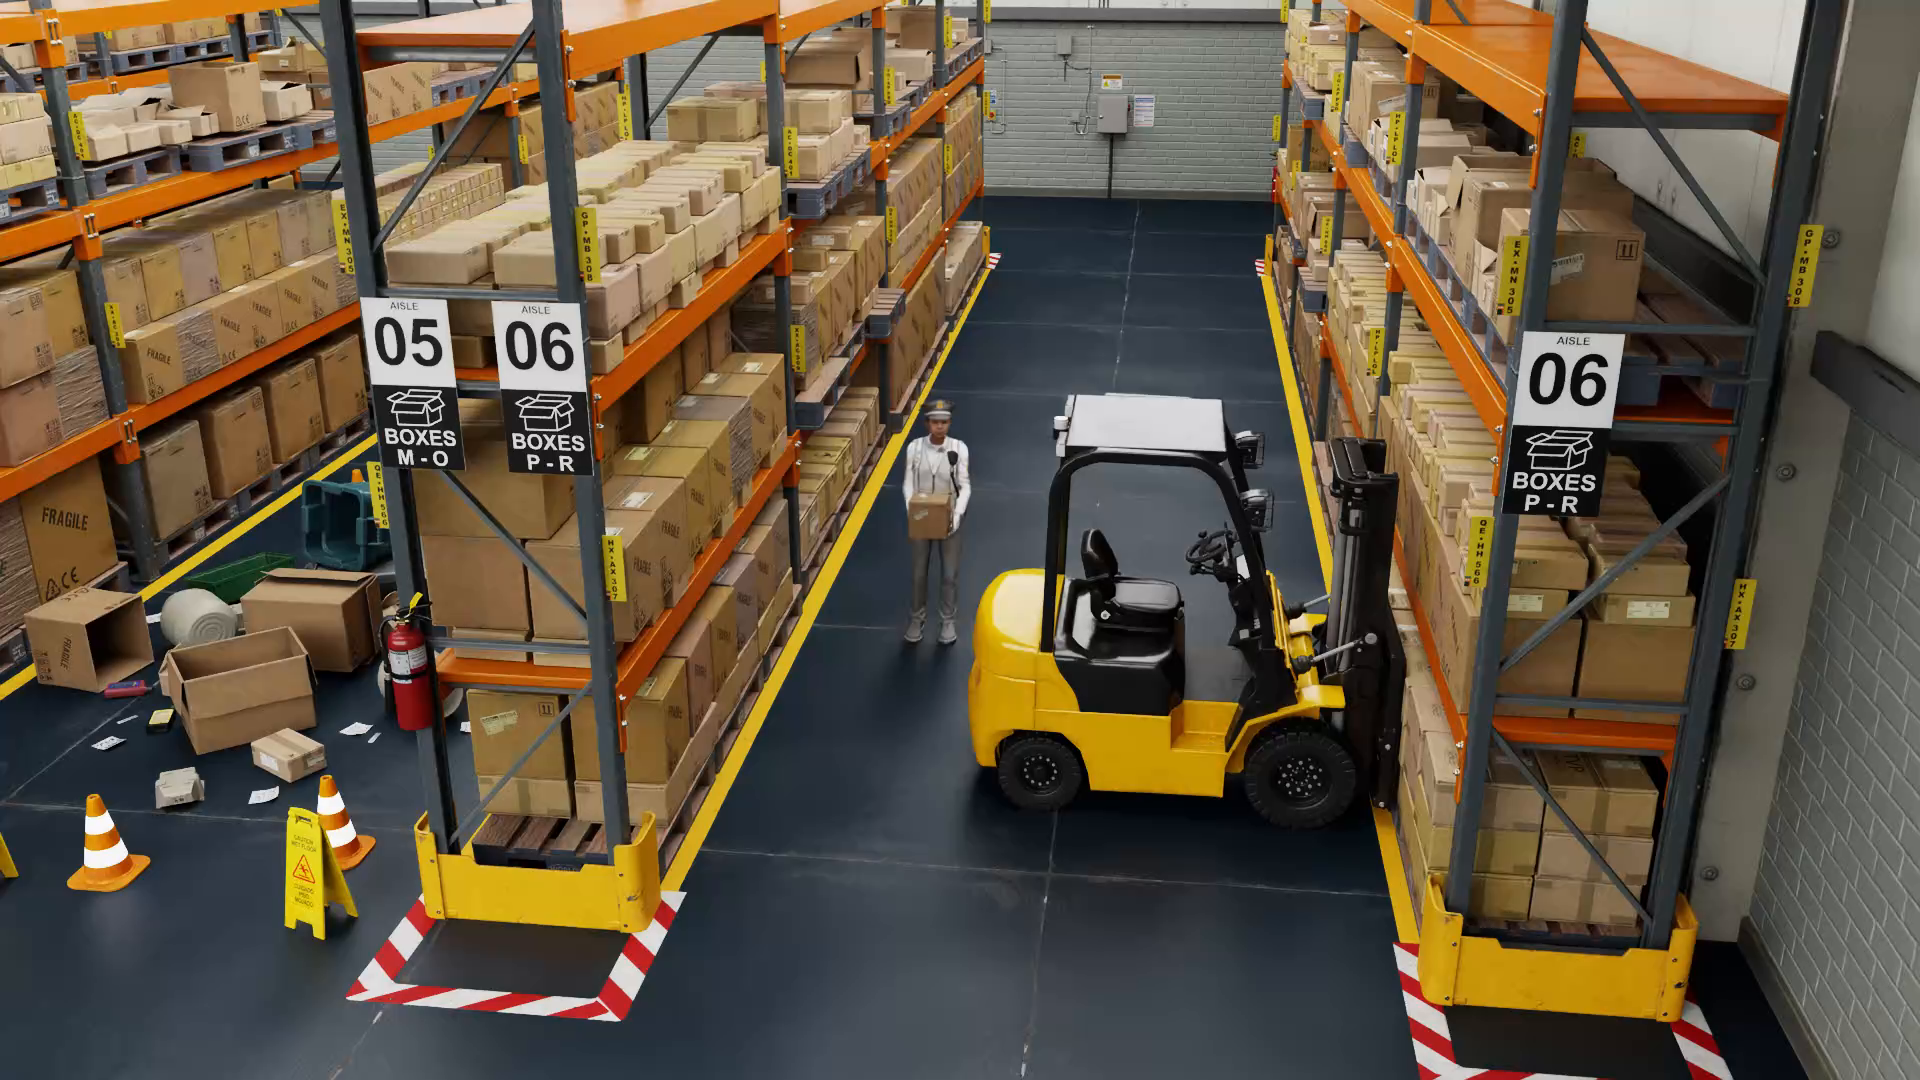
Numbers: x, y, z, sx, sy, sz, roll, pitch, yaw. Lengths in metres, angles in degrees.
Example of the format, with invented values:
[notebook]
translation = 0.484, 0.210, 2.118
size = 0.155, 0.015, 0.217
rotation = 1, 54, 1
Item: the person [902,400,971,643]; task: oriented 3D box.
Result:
[person]
translation = -0.158, -0.121, 11.343
size = 0.467, 1.697, 0.552
rotation = 0, 21, -1
